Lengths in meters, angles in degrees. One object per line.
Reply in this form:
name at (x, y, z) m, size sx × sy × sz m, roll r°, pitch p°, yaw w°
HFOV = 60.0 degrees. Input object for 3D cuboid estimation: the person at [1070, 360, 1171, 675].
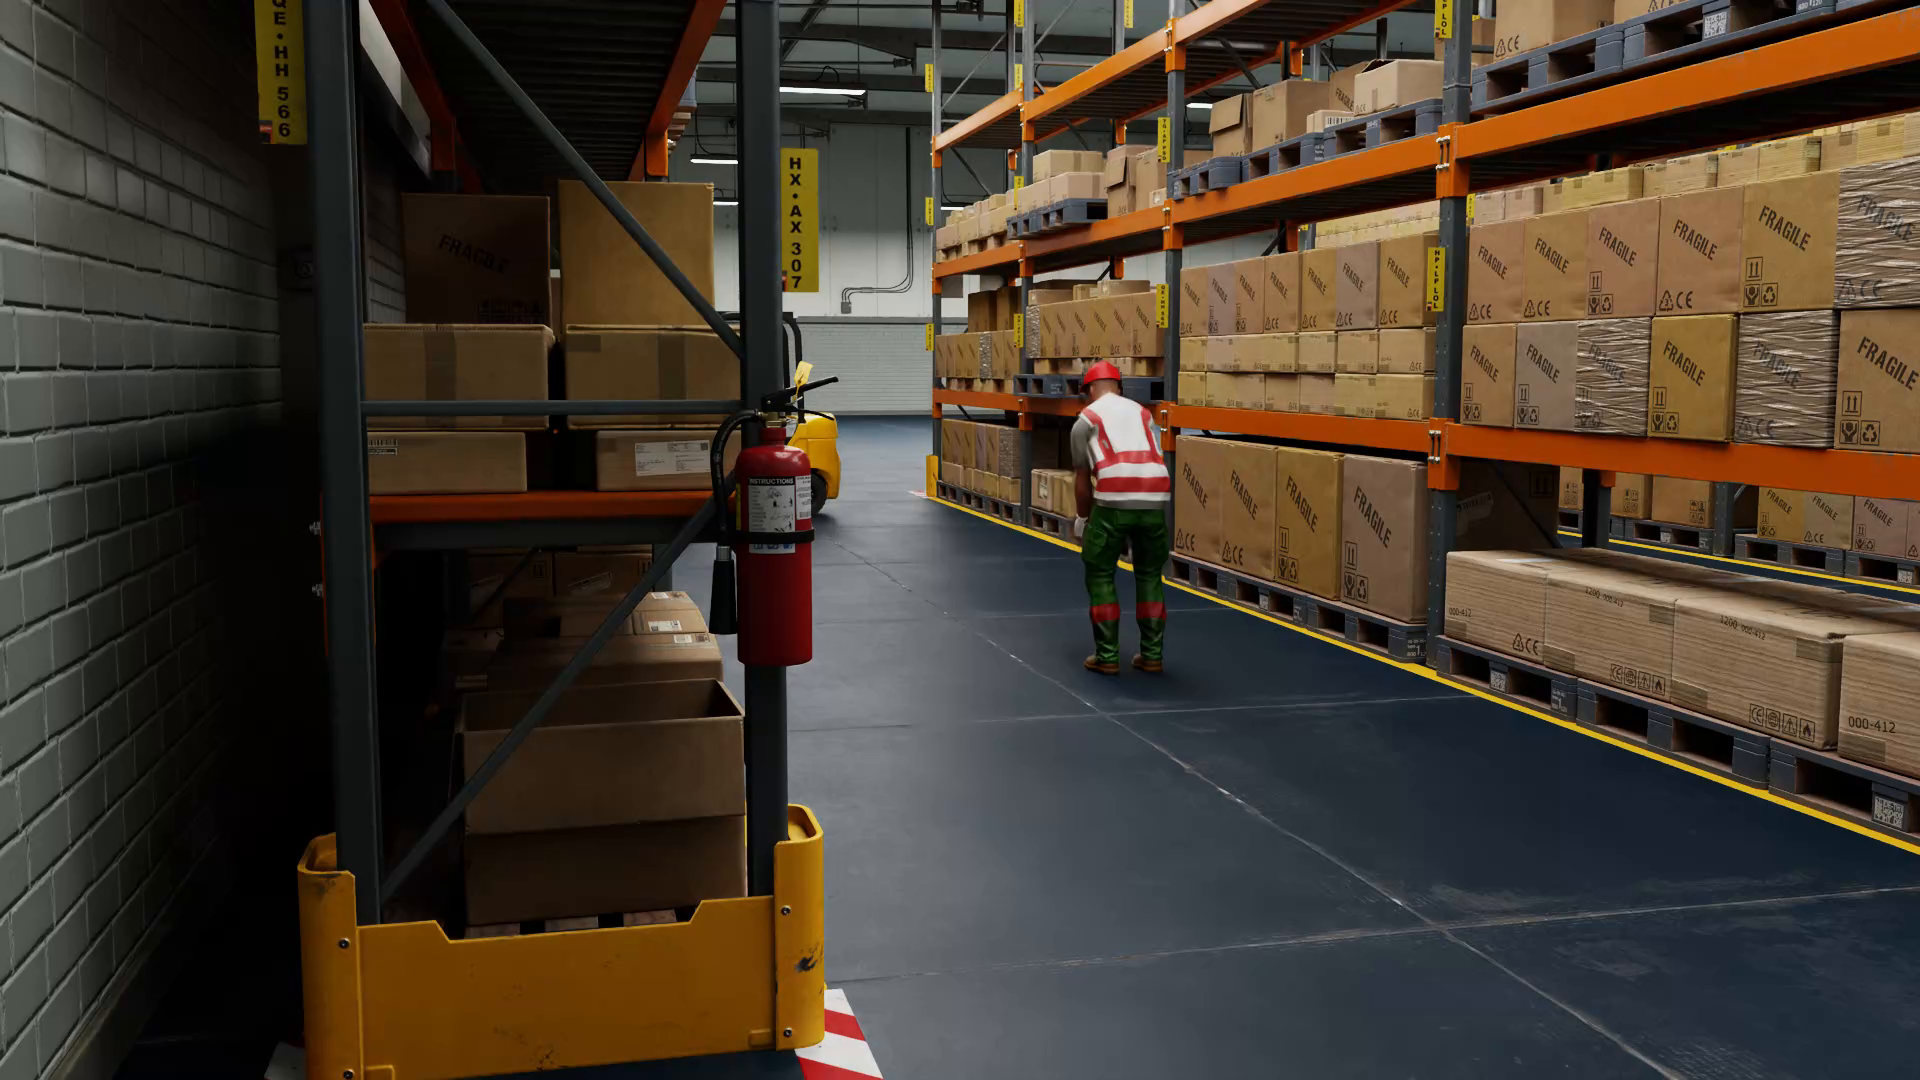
person at (0.832, -0.138, 8.838) m, size 0.490 × 1.627 × 0.740 m, roll -2°, pitch 6°, yaw -15°
